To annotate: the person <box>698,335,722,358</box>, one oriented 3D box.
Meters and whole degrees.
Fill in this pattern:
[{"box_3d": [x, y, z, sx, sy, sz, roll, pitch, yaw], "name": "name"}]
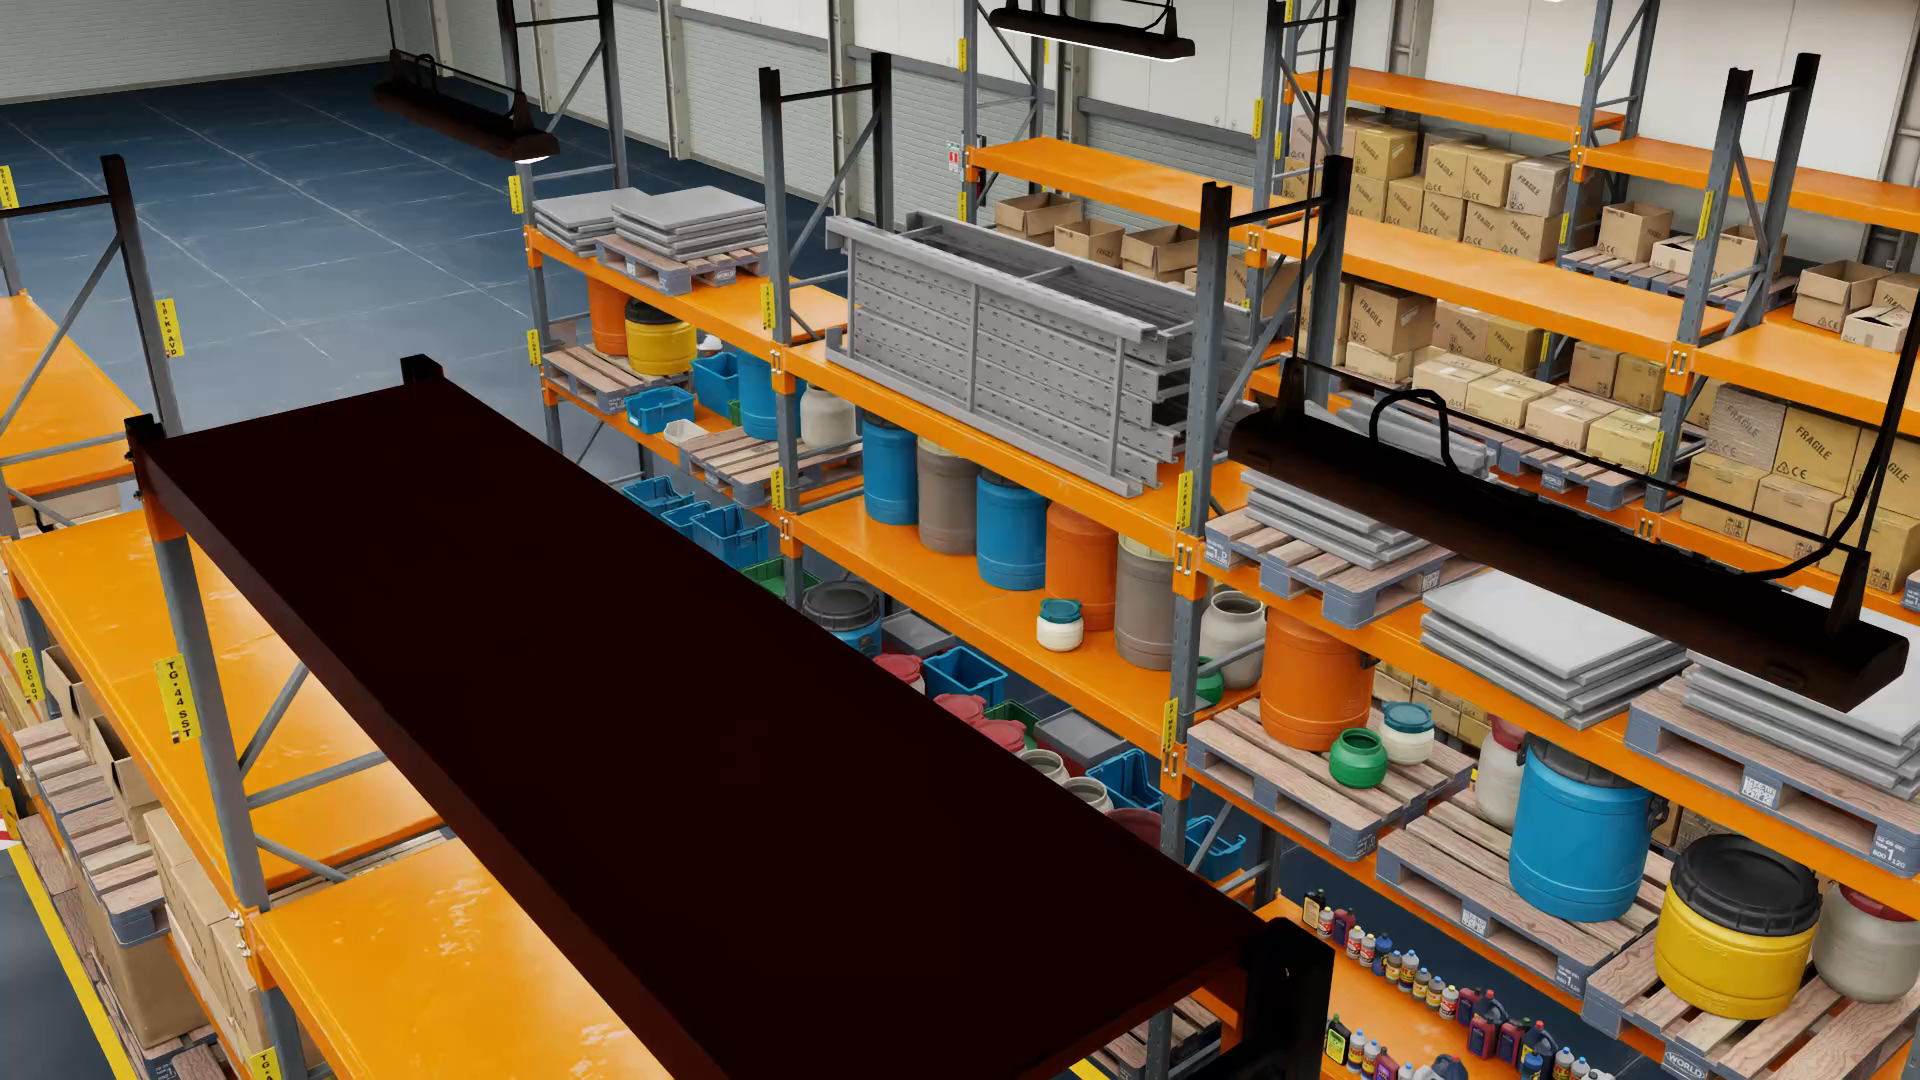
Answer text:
[{"box_3d": [-2.910, -1.524, 19.433, 0.517, 1.851, 0.583, 2, 26, 4], "name": "person"}]
